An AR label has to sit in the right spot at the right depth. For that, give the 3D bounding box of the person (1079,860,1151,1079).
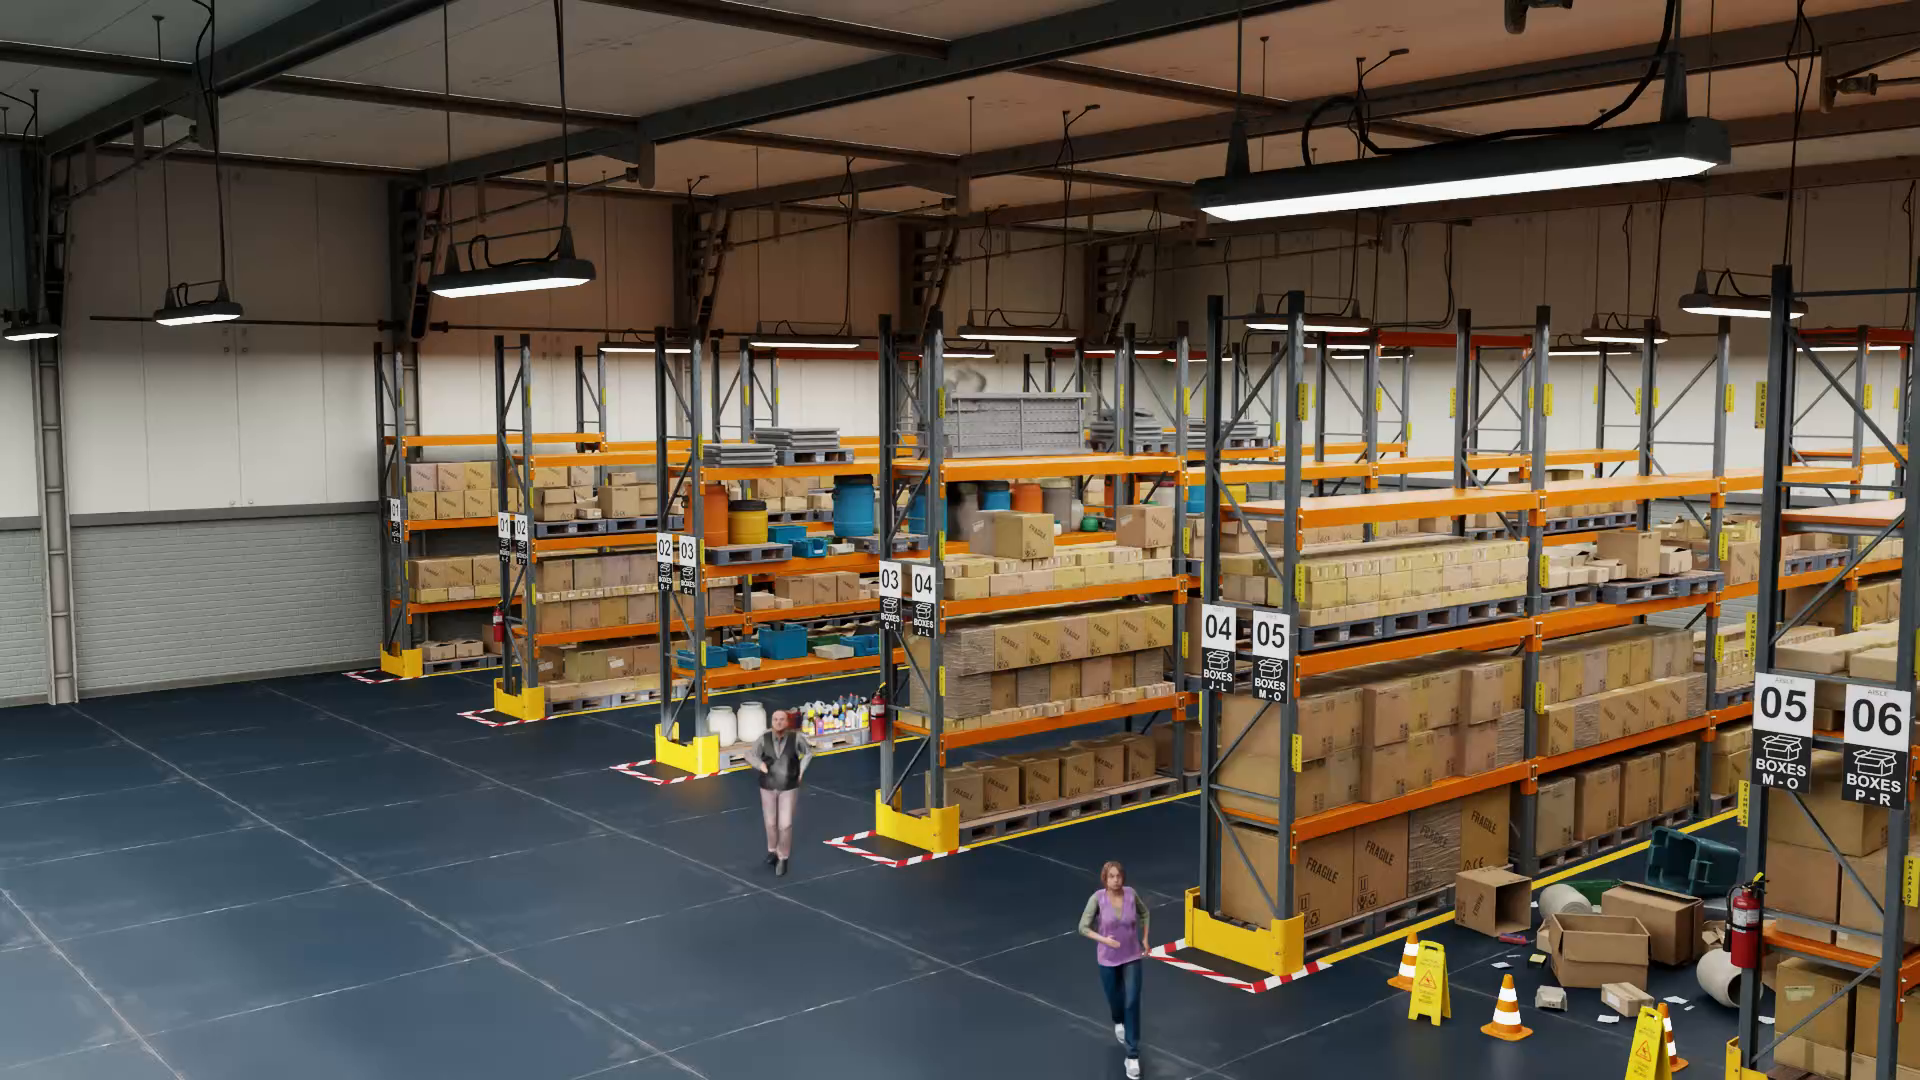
[{"bbox_3d":[1.195,3.234,12.762,0.574,1.579,0.794,0,5,-4],"label":"person"}]

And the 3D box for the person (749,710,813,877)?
[{"bbox_3d":[-1.929,2.693,17.776,0.653,1.758,0.704,0,5,5],"label":"person"}]
